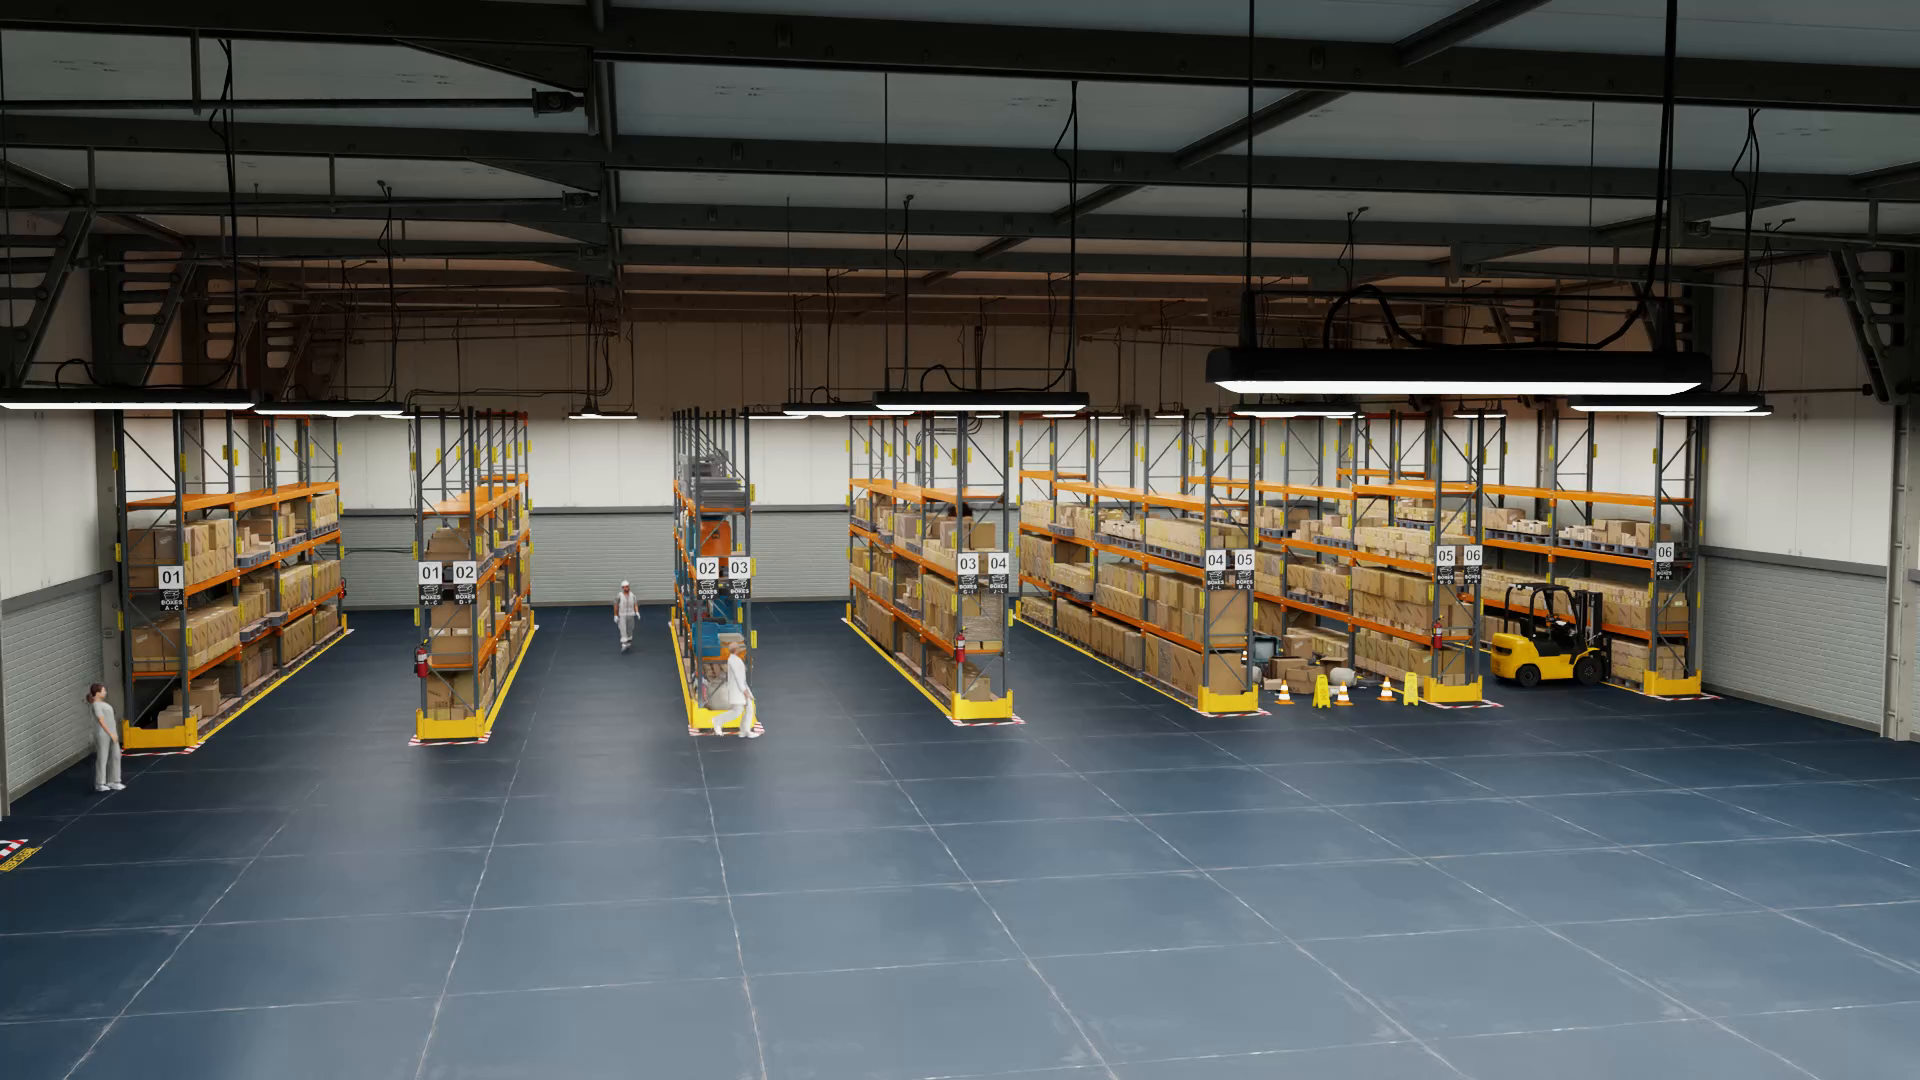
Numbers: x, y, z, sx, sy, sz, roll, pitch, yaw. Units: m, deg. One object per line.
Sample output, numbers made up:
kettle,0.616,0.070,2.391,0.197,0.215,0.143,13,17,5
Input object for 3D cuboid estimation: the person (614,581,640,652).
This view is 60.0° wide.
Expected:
person,-8.268,1.891,41.301,0.632,1.729,1.060,-1,4,-14

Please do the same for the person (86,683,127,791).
person,-13.241,3.065,25.819,0.533,1.702,0.488,0,4,6

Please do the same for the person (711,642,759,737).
person,-4.065,2.742,30.020,0.832,1.663,0.531,1,4,14
